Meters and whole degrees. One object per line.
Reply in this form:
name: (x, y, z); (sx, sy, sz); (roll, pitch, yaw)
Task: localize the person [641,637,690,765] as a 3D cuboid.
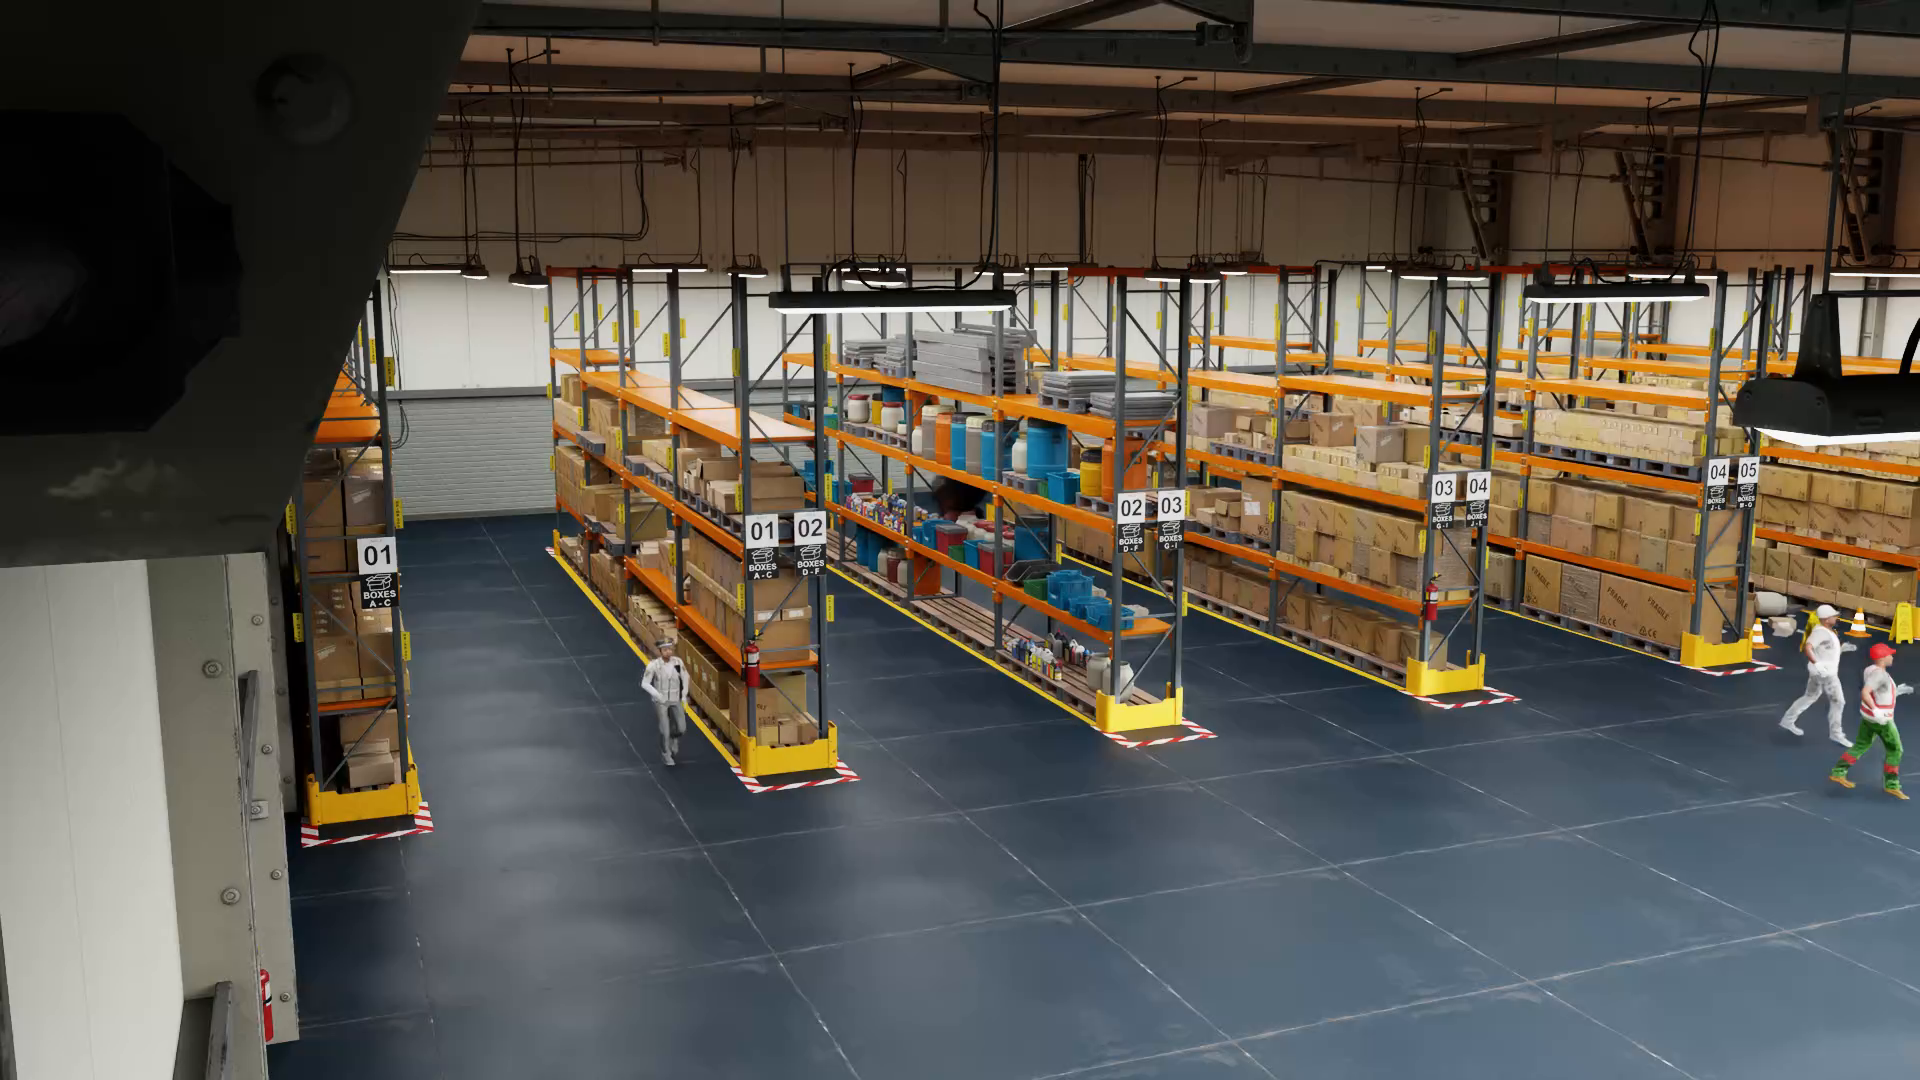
person: (-3.594, 1.993, 20.506); (0.635, 1.643, 0.530); (-5, 11, -25)

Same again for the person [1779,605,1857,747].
person: (11.126, 1.733, 21.468); (0.863, 1.821, 0.667); (3, 10, 16)

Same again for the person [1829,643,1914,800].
person: (10.653, 2.101, 19.351); (0.840, 1.829, 0.655); (2, 10, 9)

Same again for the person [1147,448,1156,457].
person: (4.467, -1.647, 41.127); (0.903, 1.726, 0.814); (-3, 10, -18)
